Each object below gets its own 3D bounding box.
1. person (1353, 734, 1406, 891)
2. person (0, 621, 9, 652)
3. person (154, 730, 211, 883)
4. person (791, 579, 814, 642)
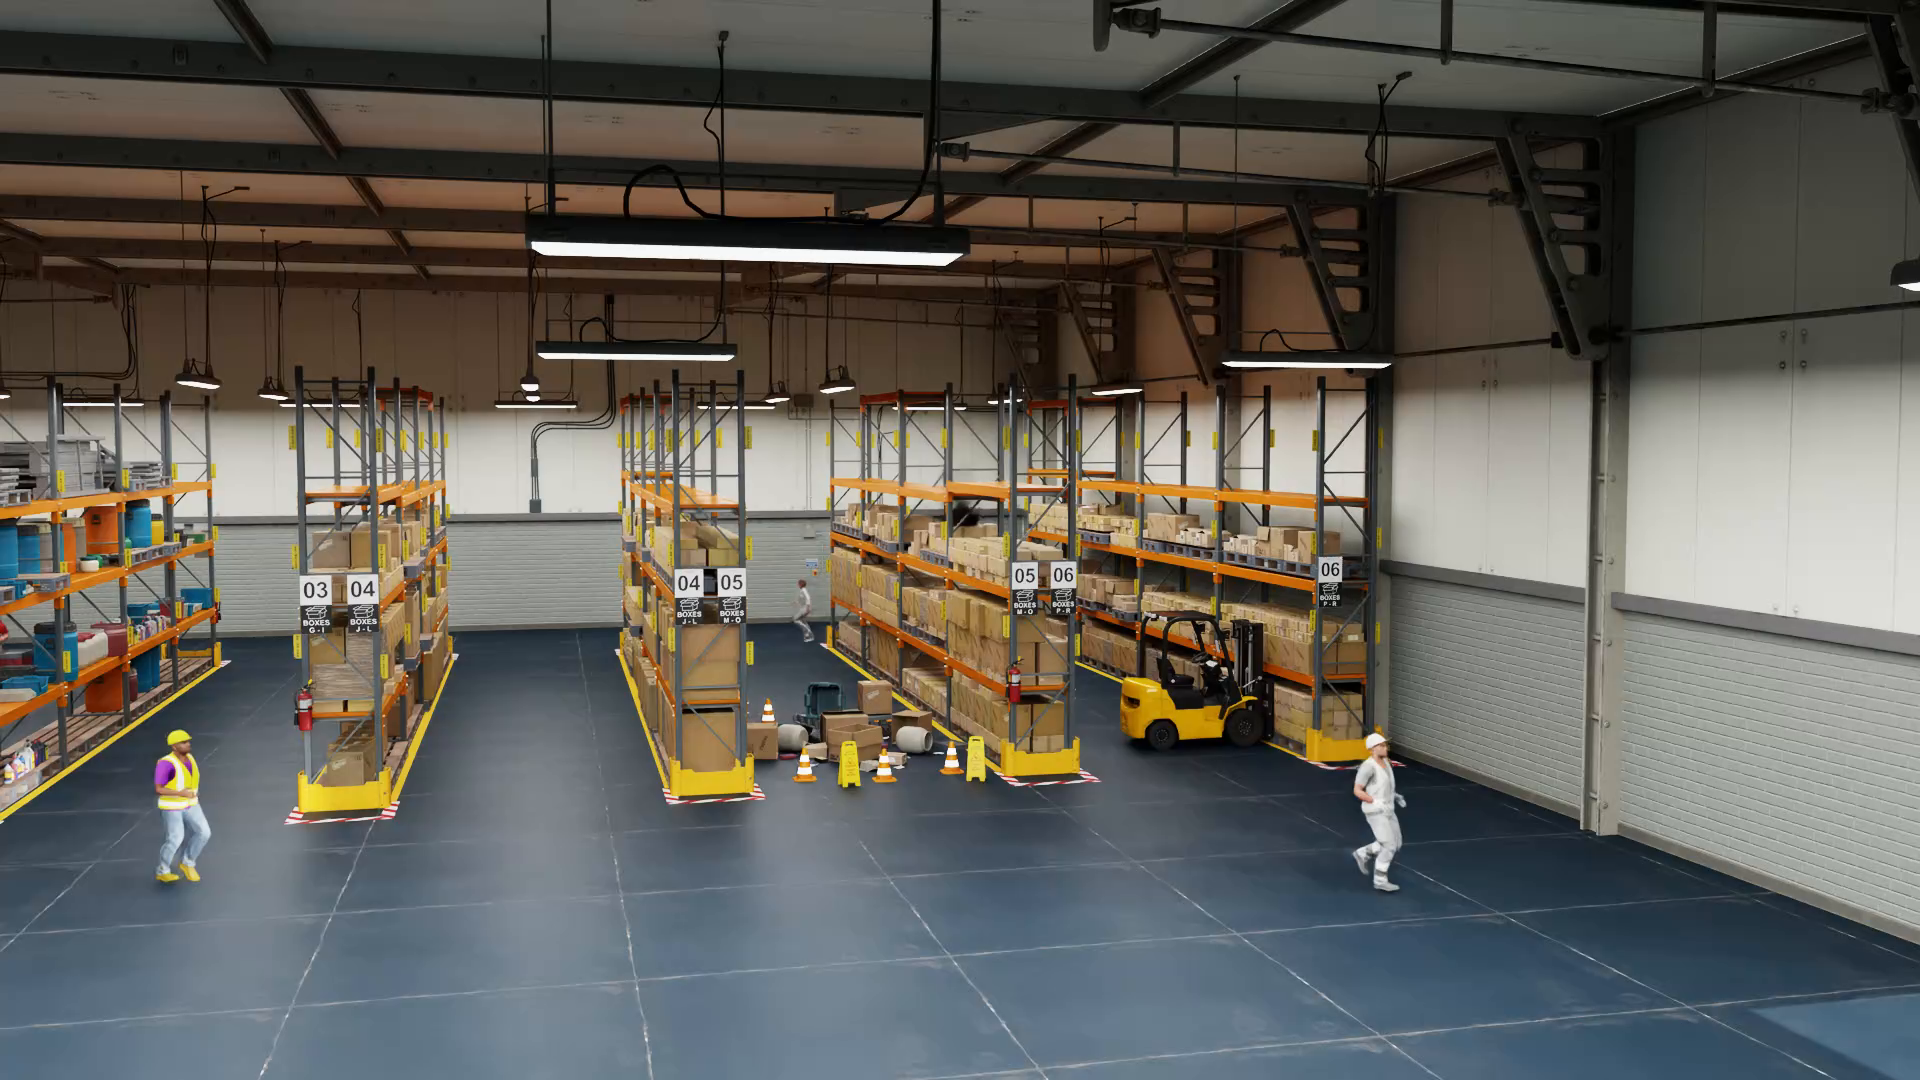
[{"bbox_3d":[4.634,3.024,18.561,0.623,1.738,0.655,3,5,42],"label":"person"},{"bbox_3d":[-18.952,2.203,32.499,0.680,1.750,0.883,-1,4,-19],"label":"person"},{"bbox_3d":[-8.763,3.011,18.713,0.715,1.762,0.660,1,4,20],"label":"person"},{"bbox_3d":[-3.934,1.756,41.497,0.596,1.560,0.557,0,3,-1],"label":"person"}]
